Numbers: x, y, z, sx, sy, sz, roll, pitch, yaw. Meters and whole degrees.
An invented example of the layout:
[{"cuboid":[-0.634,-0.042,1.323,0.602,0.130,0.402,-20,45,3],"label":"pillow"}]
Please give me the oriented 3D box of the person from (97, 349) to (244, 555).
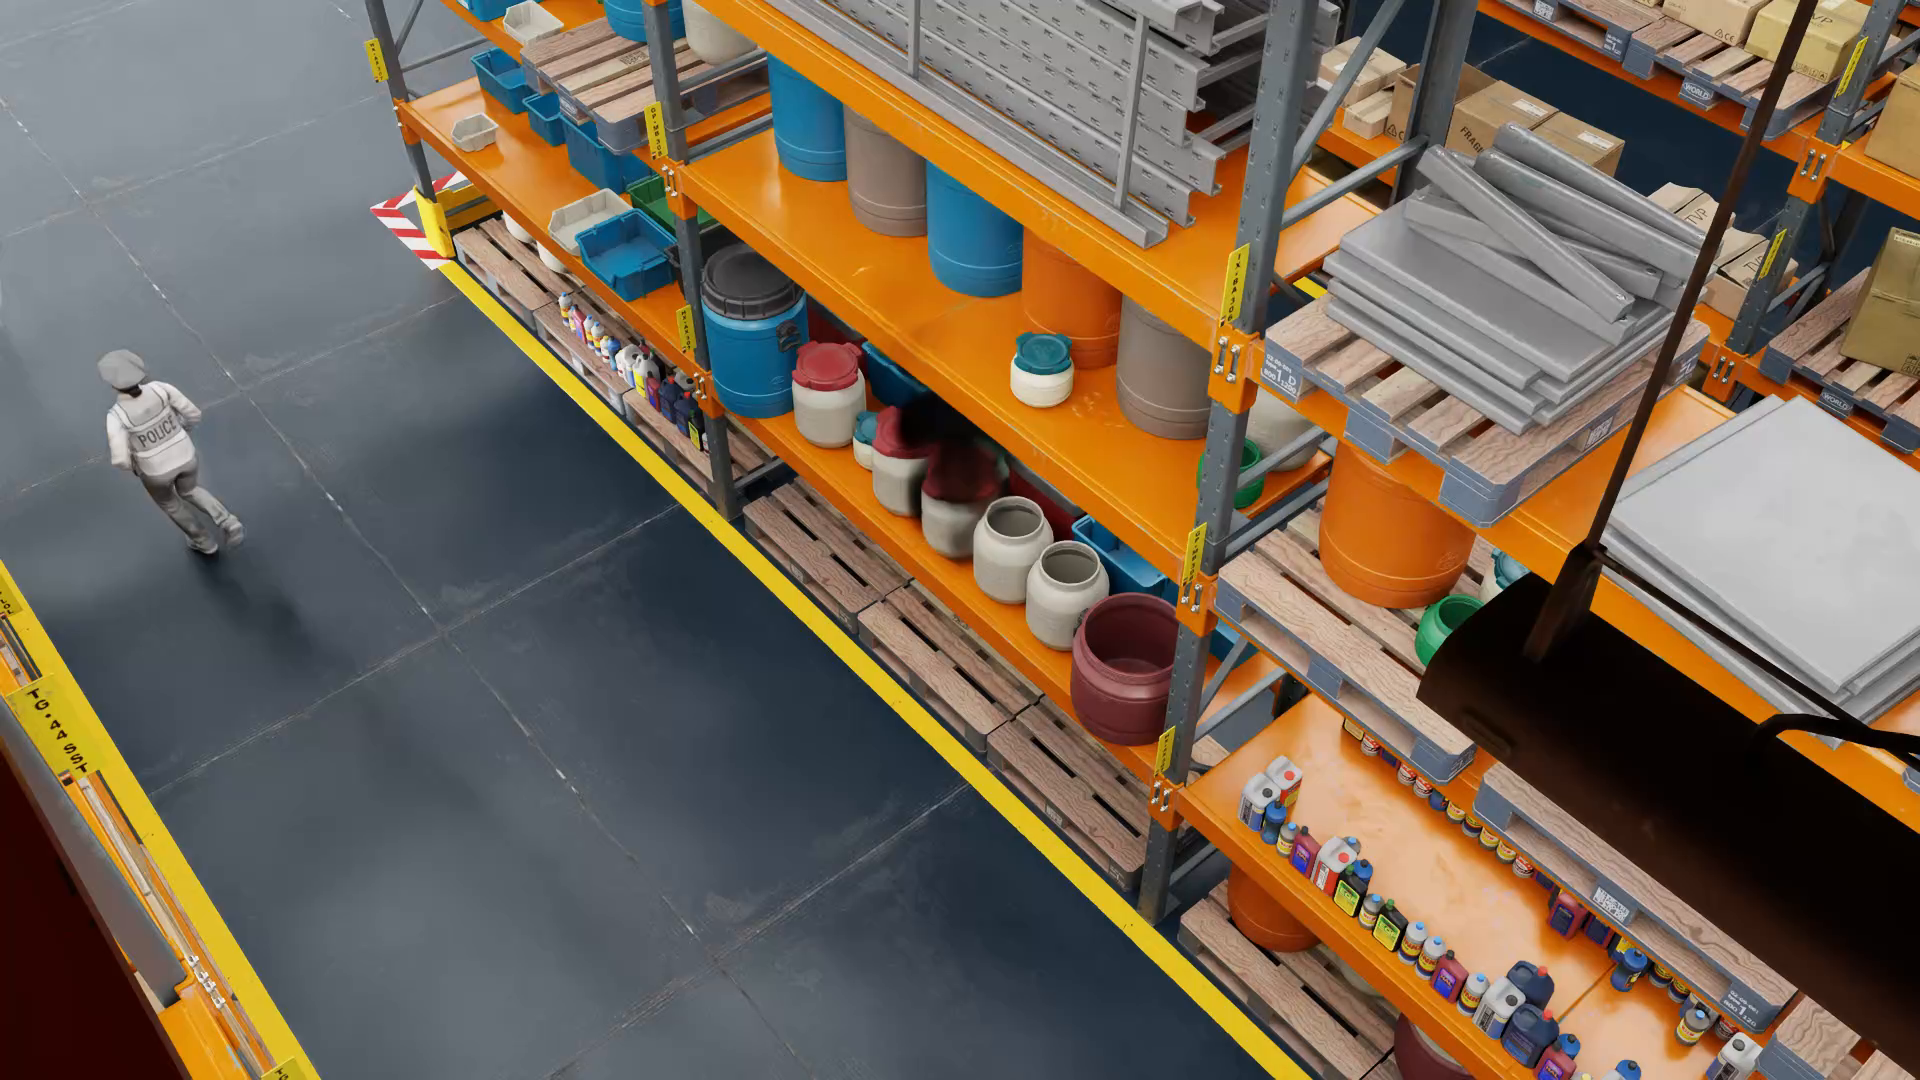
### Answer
[{"cuboid":[-4.879,-0.456,10.296,0.594,1.643,0.603,30,54,26],"label":"person"}]
